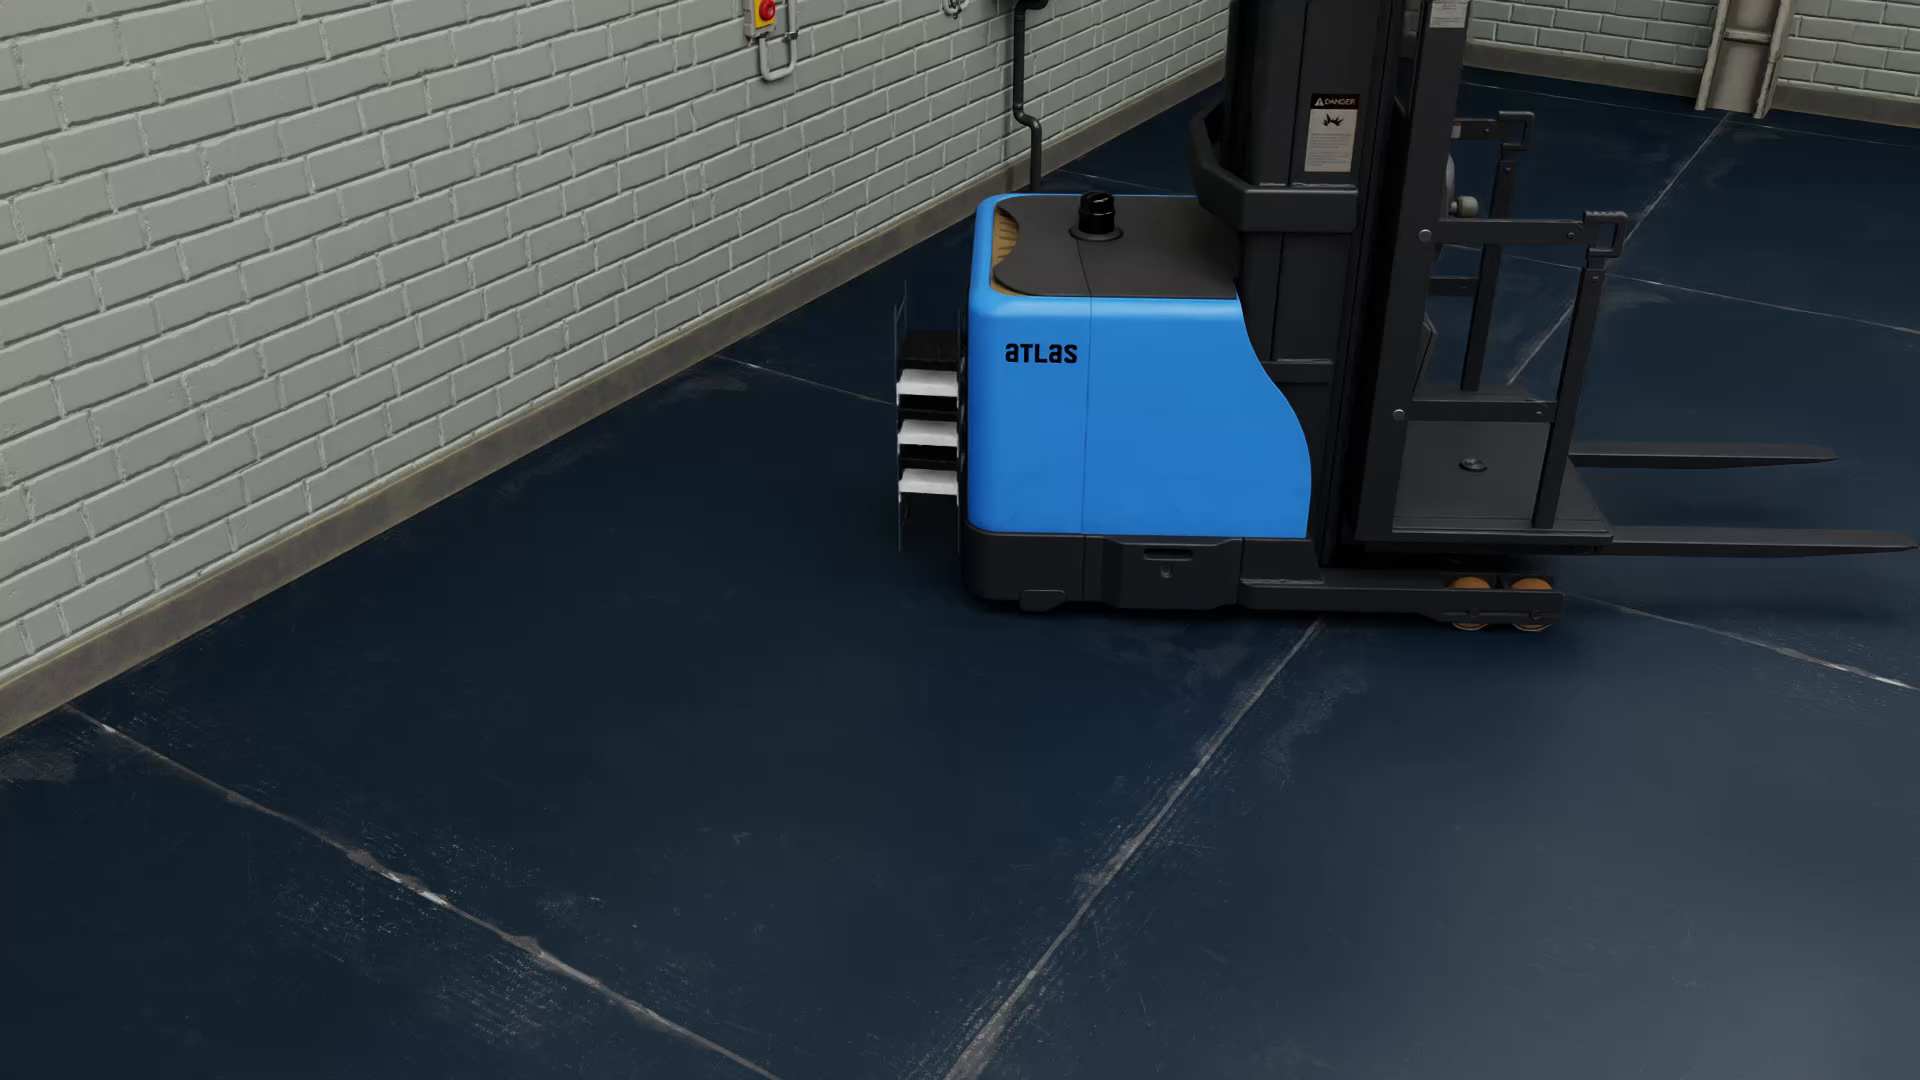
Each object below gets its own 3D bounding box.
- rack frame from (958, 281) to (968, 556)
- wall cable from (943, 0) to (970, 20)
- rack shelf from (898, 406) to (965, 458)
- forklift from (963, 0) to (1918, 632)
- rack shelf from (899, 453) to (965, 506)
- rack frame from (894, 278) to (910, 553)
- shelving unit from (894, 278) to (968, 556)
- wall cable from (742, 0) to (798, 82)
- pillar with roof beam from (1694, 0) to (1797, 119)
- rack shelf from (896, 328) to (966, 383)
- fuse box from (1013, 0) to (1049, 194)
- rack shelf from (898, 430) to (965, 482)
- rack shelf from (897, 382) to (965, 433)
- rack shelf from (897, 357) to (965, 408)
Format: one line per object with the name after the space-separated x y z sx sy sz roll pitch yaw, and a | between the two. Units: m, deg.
0.010 -0.394 5.532 0.006 0.900 0.240 3 30 6 | rack frame
-0.059 -3.310 7.438 0.122 1.984 0.588 18 35 27 | wall cable
-0.091 -0.371 5.559 0.200 0.077 0.258 3 30 6 | rack shelf
1.541 -1.251 4.986 3.031 2.935 1.130 1 30 2 | forklift
-0.091 -0.216 5.650 0.200 0.077 0.258 3 30 6 | rack shelf
-0.192 -0.406 5.552 0.006 0.900 0.240 3 30 6 | rack frame
-0.091 -0.400 5.542 0.210 0.900 0.258 3 30 6 | shelving unit
-0.803 -2.715 6.387 0.123 1.953 0.585 18 35 27 | wall cable
2.528 -4.742 4.948 0.400 9.000 9.100 18 35 27 | pillar with roof beam
-0.091 -0.604 5.423 0.200 0.077 0.258 3 30 6 | rack shelf
0.437 -2.563 8.446 0.414 1.711 0.539 18 35 27 | fuse box
-0.091 -0.293 5.605 0.200 0.077 0.258 3 30 6 | rack shelf
-0.091 -0.449 5.514 0.200 0.077 0.258 3 30 6 | rack shelf
-0.091 -0.527 5.469 0.200 0.077 0.258 3 30 6 | rack shelf
